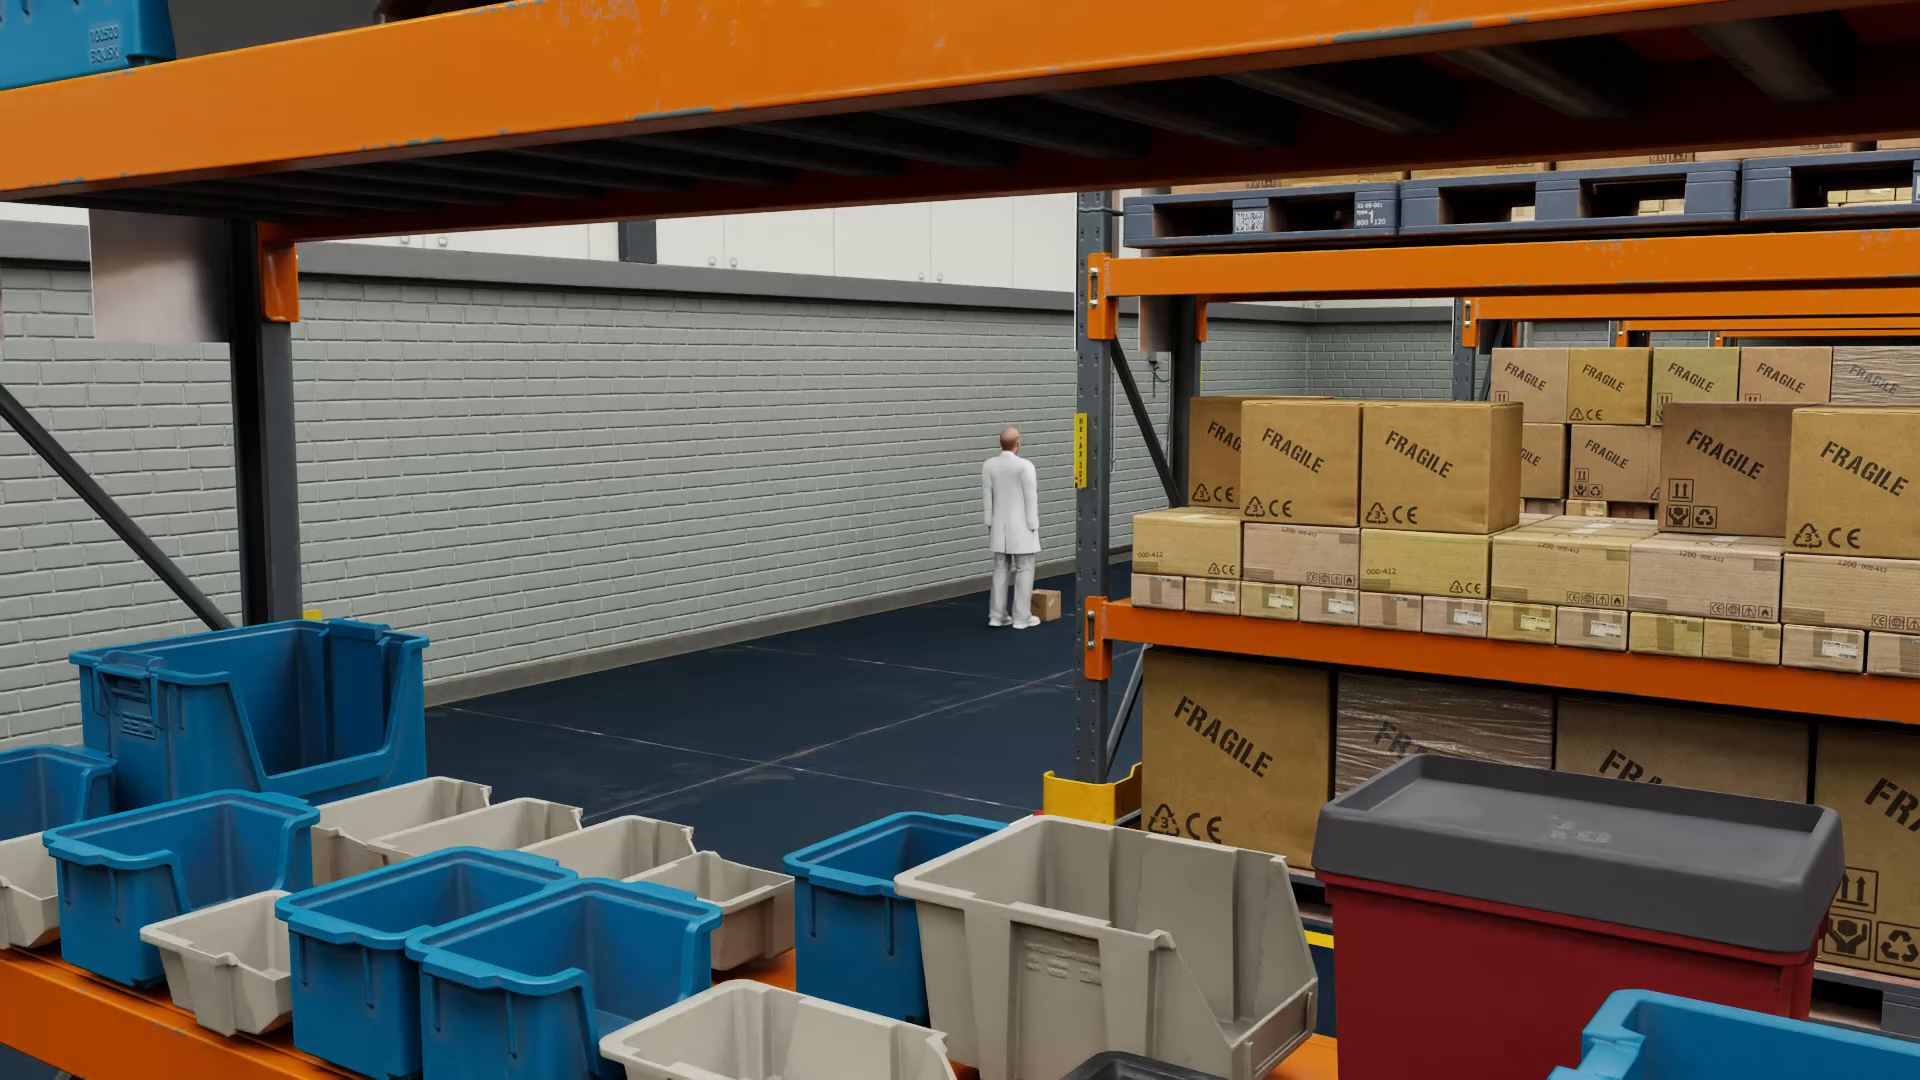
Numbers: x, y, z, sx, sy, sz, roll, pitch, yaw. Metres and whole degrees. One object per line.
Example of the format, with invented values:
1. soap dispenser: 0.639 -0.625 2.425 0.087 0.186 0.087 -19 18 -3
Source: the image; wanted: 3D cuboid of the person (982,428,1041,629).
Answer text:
1. person: 0.462 -0.109 14.818 0.562 1.782 0.394 4 8 35
